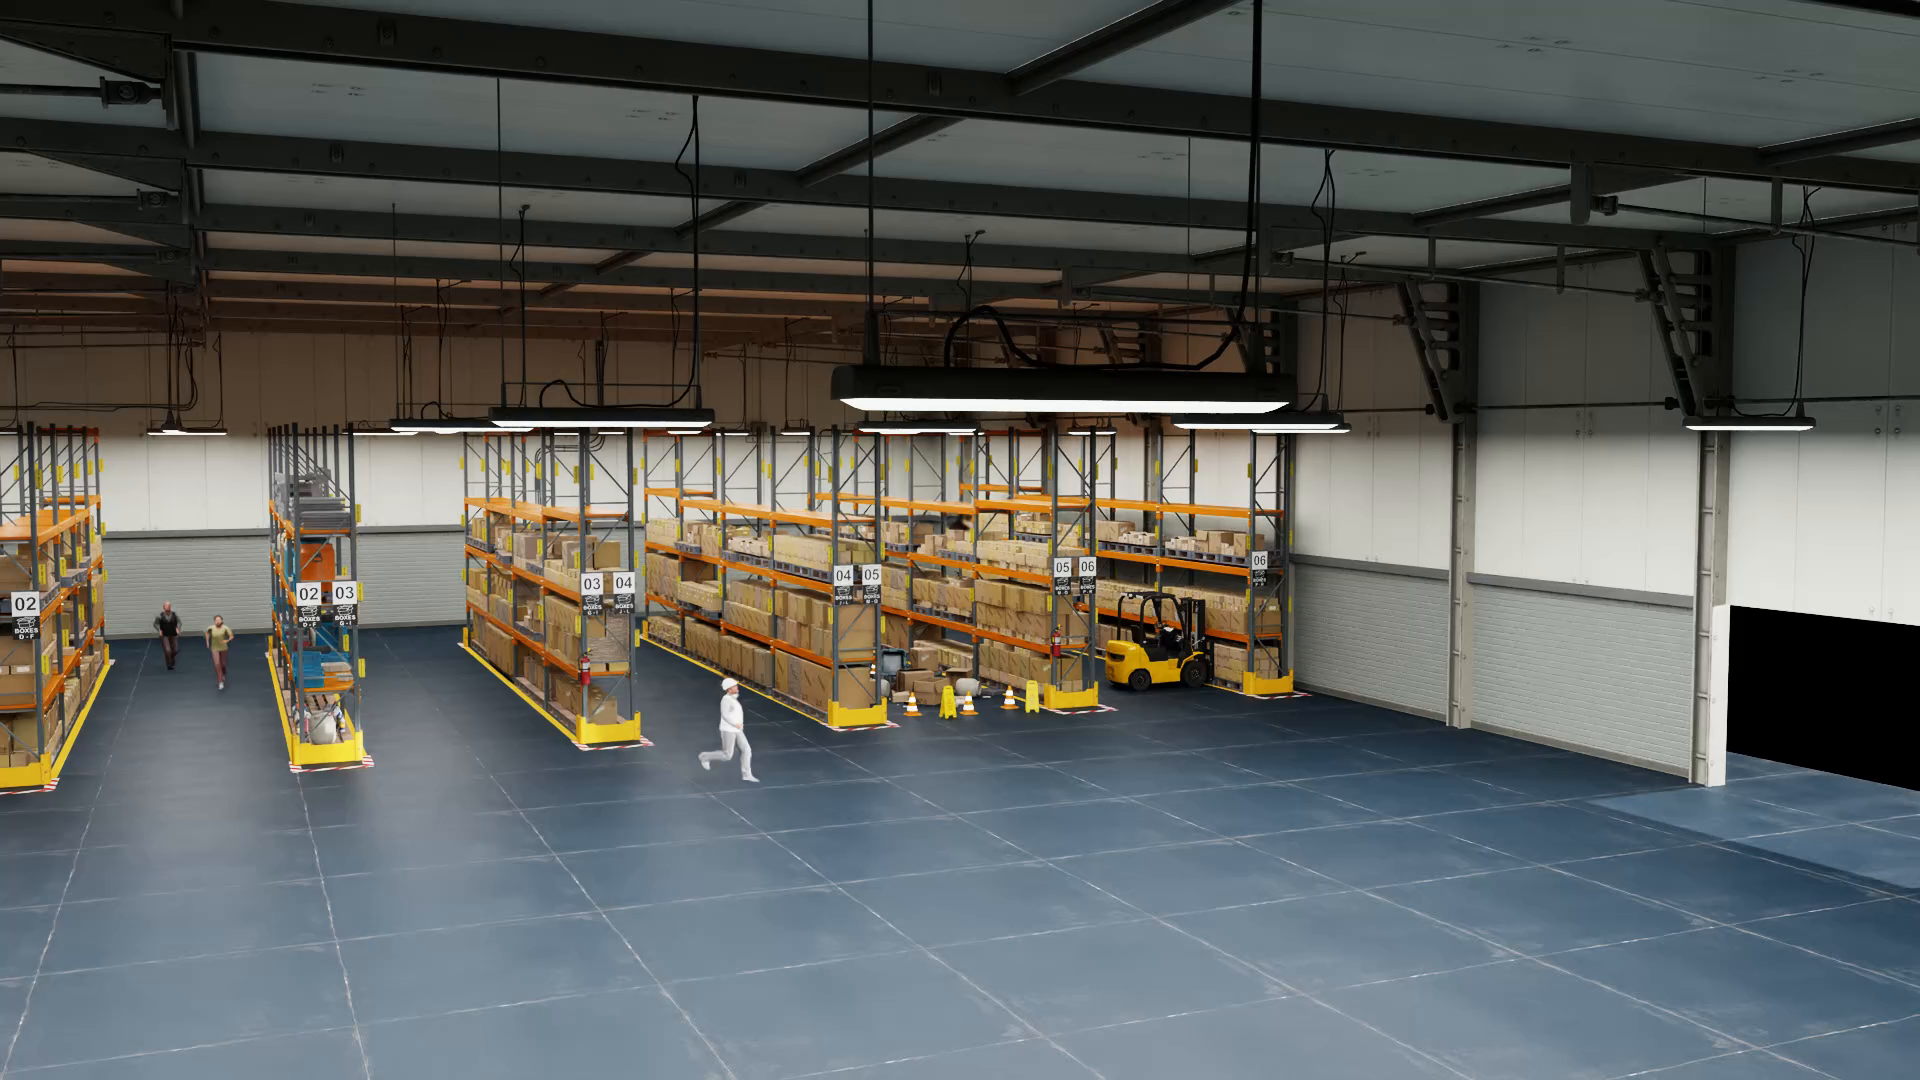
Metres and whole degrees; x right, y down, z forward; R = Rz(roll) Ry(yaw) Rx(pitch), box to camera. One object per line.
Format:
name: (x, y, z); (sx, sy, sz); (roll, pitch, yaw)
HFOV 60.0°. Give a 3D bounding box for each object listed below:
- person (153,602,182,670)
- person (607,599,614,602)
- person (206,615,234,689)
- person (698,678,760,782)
person: (-19.562, 2.373, 41.086); (0.644, 1.677, 0.580); (-2, 4, -35)
person: (-9.803, 2.029, 46.328); (0.747, 1.721, 0.621); (-1, 4, -18)
person: (-17.062, 2.551, 38.335); (0.599, 1.664, 1.008); (-1, 4, -20)
person: (-3.851, 3.179, 27.753); (1.010, 1.759, 0.641); (1, 4, 9)
